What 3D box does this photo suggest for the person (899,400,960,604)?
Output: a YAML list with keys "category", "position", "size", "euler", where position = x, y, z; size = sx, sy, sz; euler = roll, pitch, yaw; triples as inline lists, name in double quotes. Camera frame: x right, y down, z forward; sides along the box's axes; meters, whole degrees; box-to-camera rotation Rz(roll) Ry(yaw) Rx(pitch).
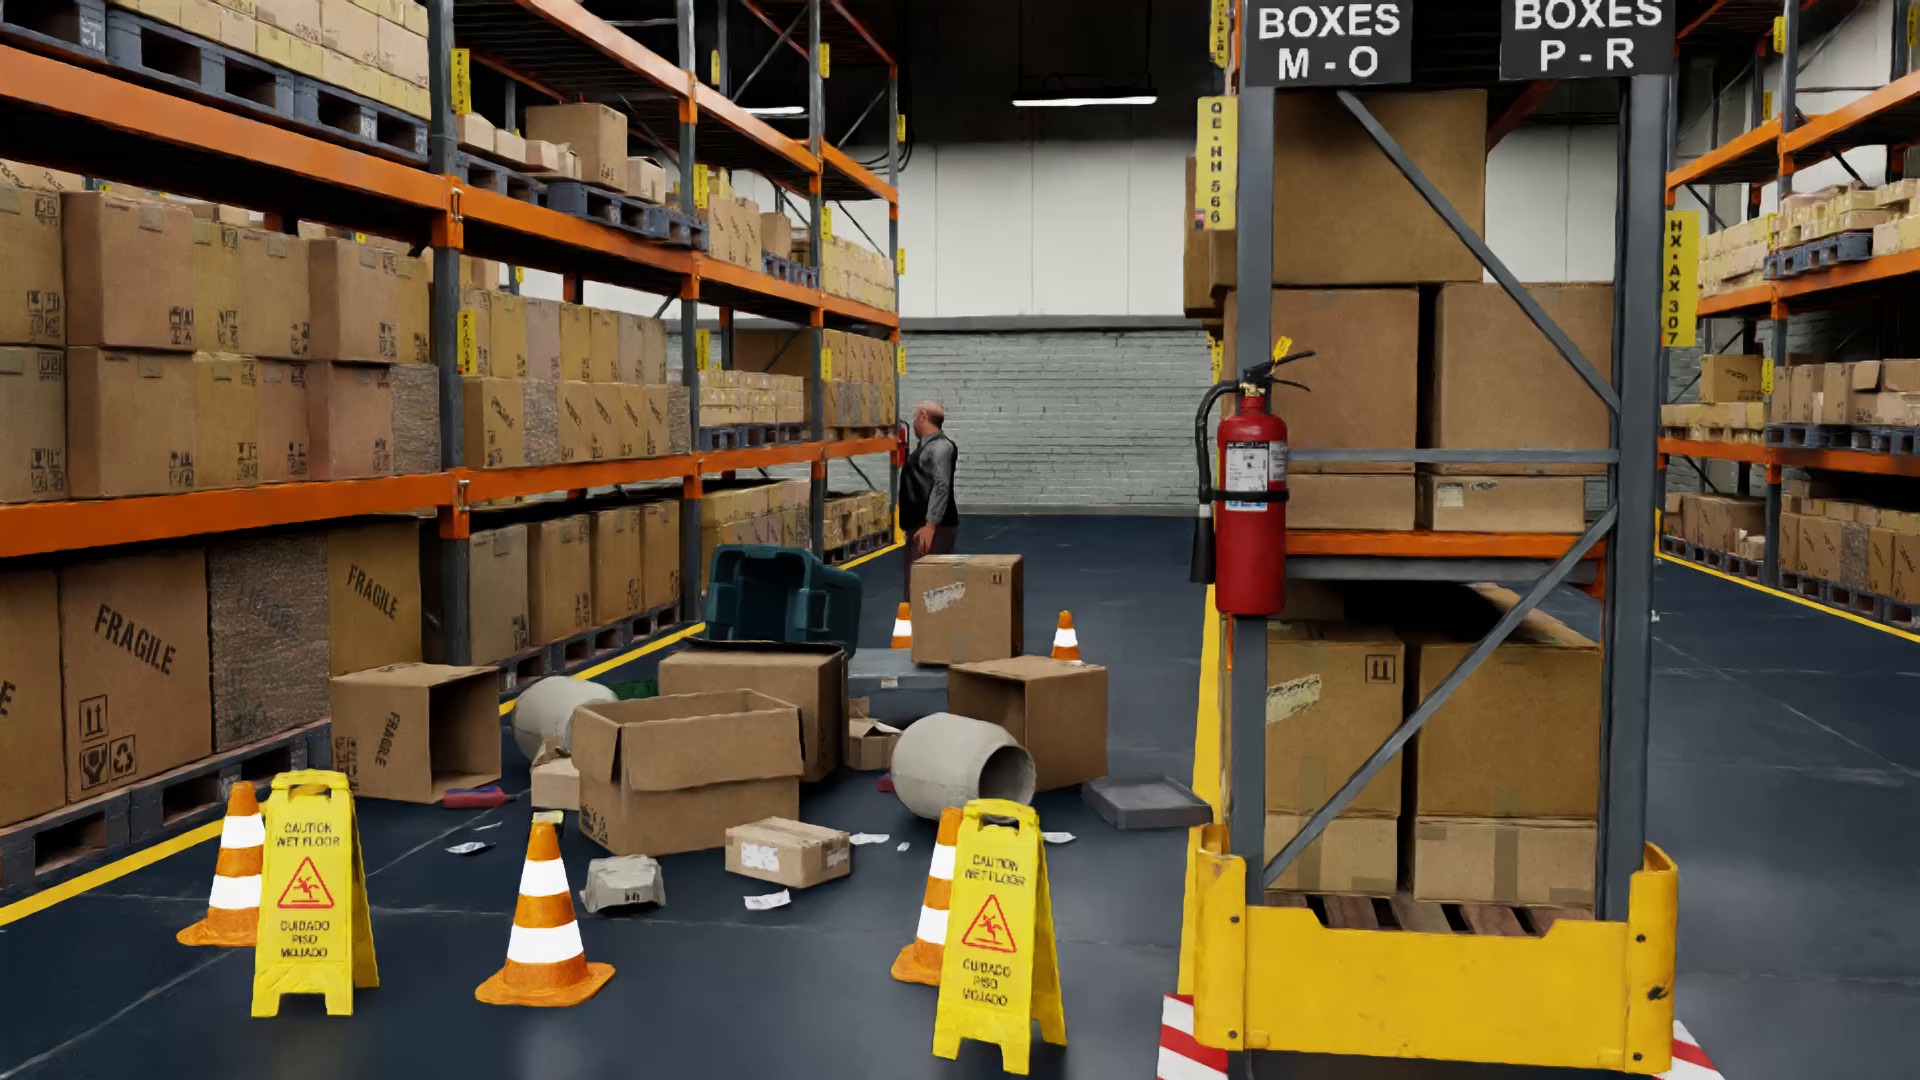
- category: "person"
  position: [-0.188, -0.034, 10.415]
  size: [0.717, 1.685, 0.592]
  euler: [-1, 5, -14]
